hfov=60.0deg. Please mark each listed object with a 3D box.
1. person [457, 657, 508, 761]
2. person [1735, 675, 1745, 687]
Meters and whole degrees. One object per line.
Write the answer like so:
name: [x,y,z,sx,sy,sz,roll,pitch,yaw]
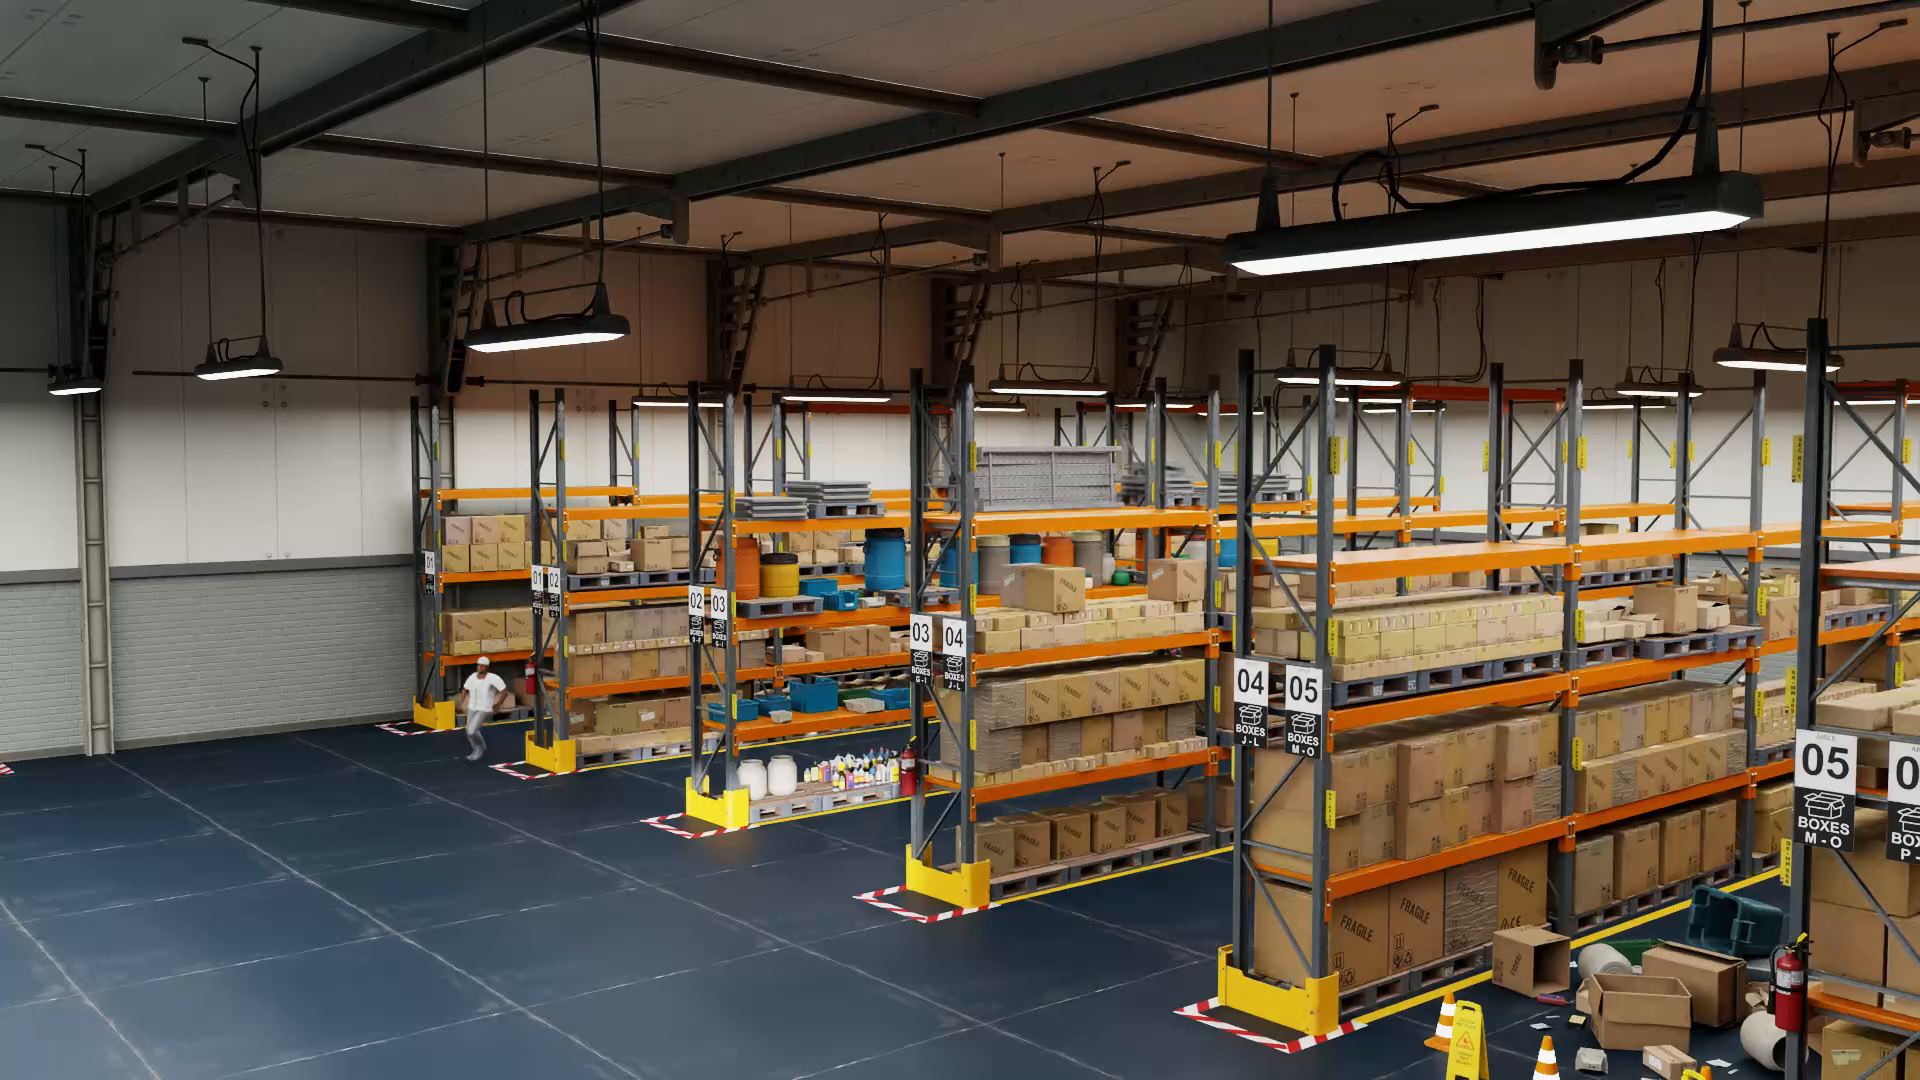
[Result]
person: [-7.735,2.722,26.776,0.765,1.704,0.584,2,4,24]
person: [11.551,2.862,24.473,0.679,1.746,0.688,-2,4,-35]
